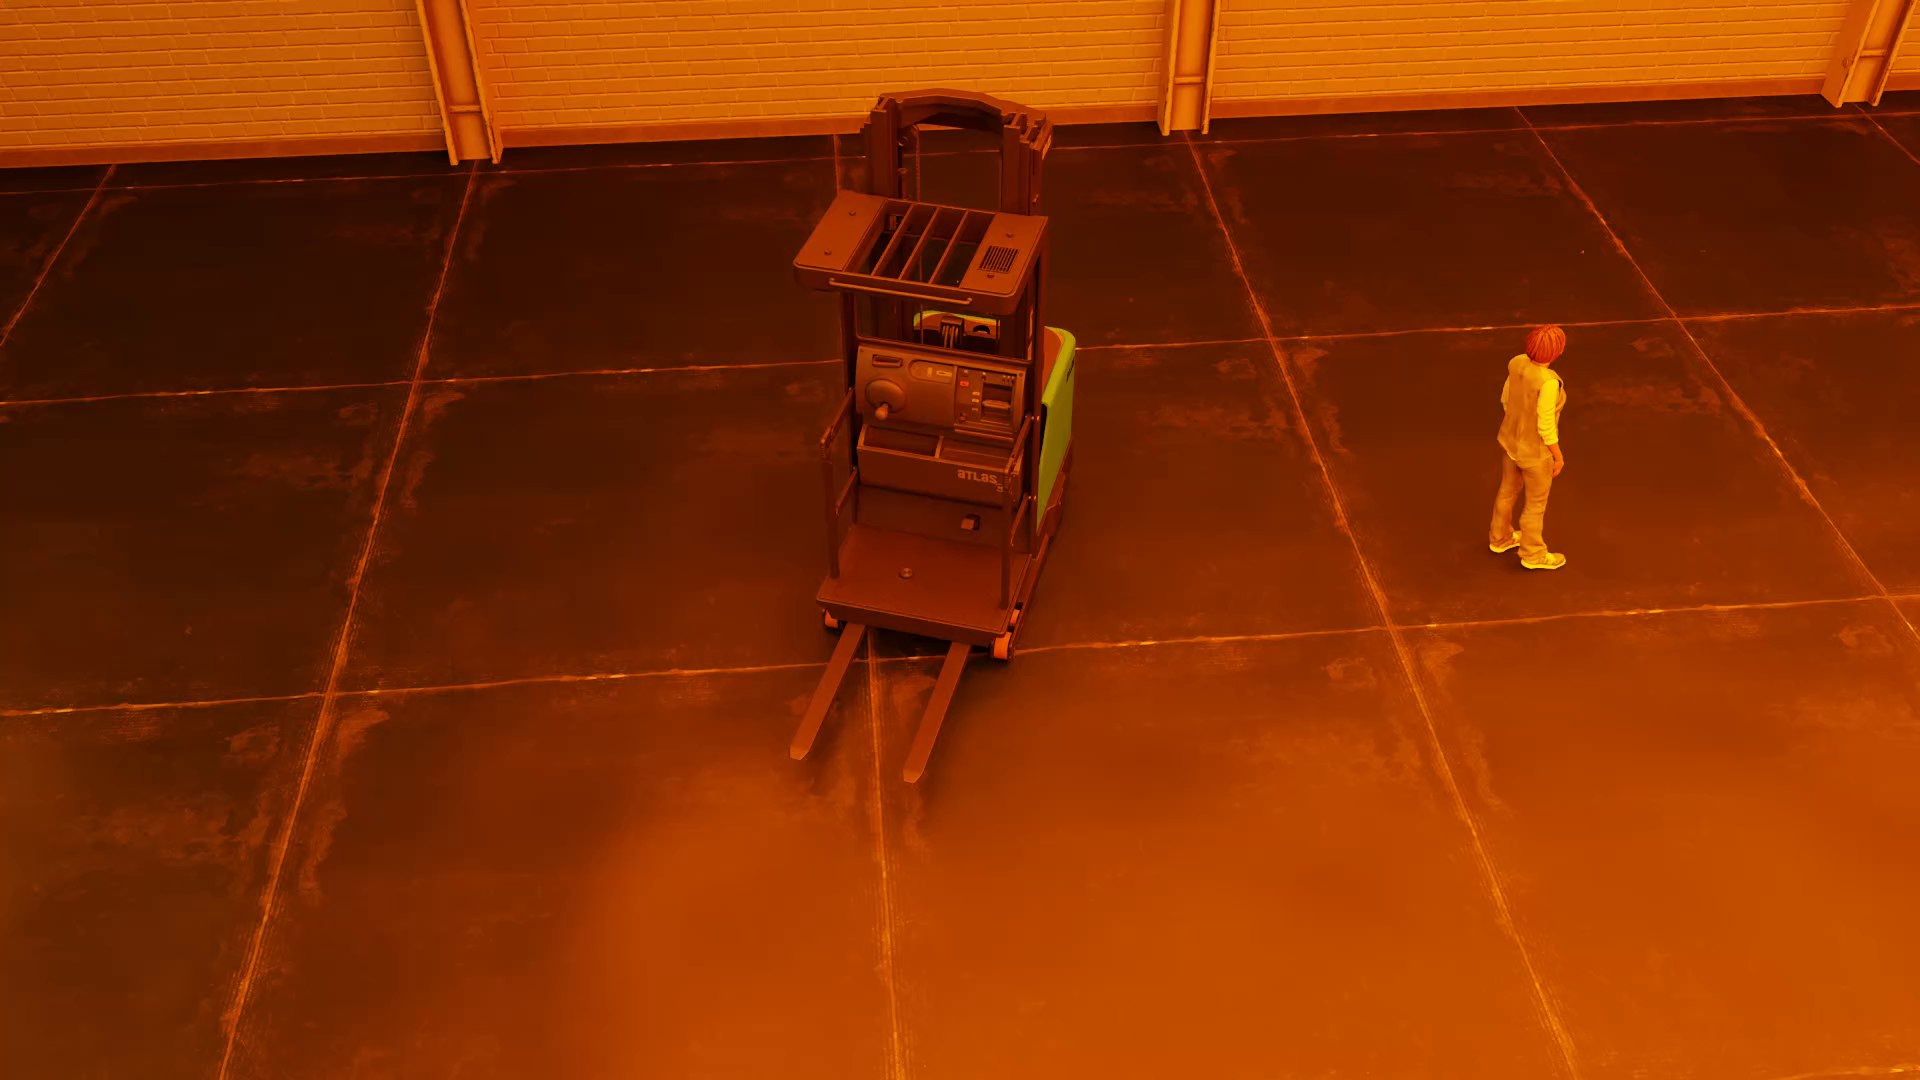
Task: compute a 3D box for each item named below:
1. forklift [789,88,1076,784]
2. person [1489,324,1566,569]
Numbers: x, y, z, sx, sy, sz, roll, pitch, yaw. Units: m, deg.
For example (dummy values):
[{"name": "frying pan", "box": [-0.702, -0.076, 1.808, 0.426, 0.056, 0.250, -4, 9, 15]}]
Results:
[{"name": "forklift", "box": [-0.162, -0.719, 8.779, 1.130, 2.935, 3.031, 10, 42, 11]}, {"name": "person", "box": [3.346, -0.557, 9.605, 0.475, 1.596, 0.520, -12, 42, -14]}]
